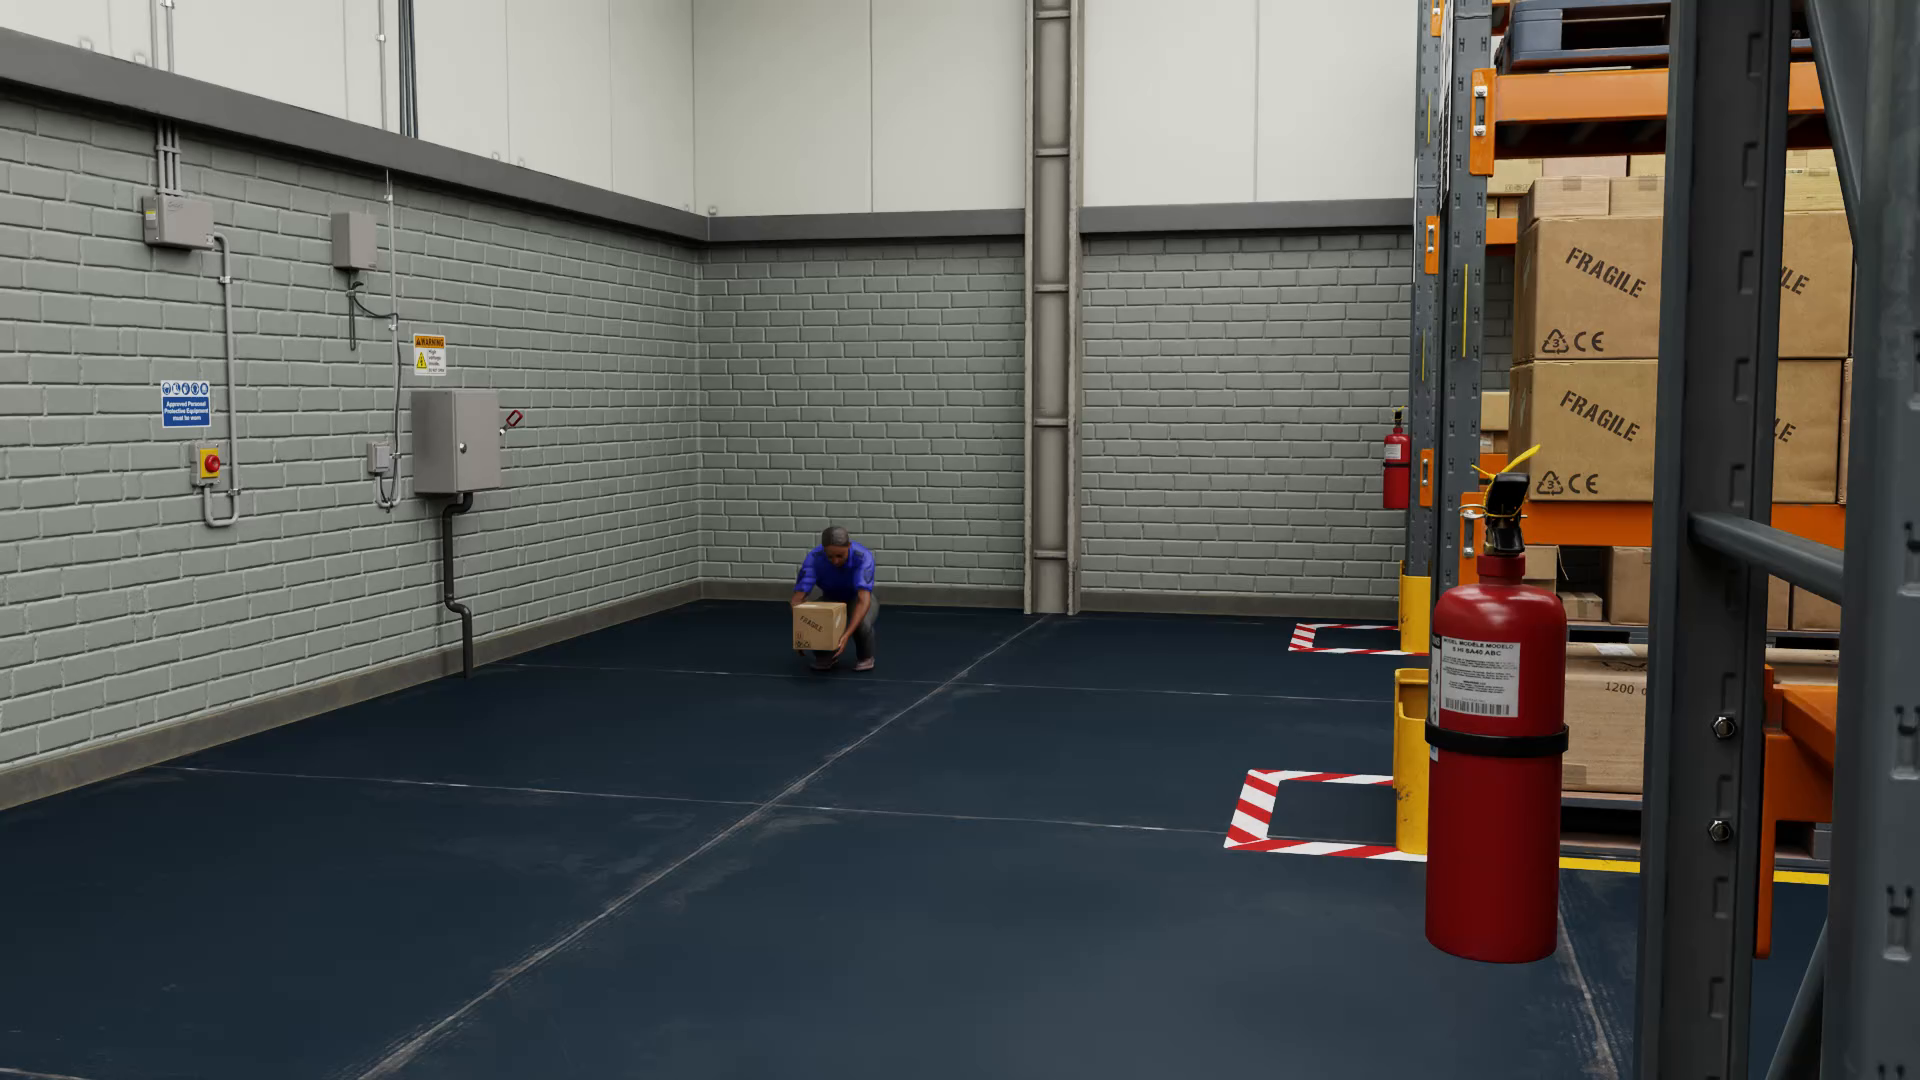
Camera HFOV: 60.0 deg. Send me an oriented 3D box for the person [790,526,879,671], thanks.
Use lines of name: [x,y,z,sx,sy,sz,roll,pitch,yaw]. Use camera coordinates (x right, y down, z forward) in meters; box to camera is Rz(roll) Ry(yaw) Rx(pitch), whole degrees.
person: [-0.738,0.354,10.095,0.503,0.919,0.827,1,5,14]
